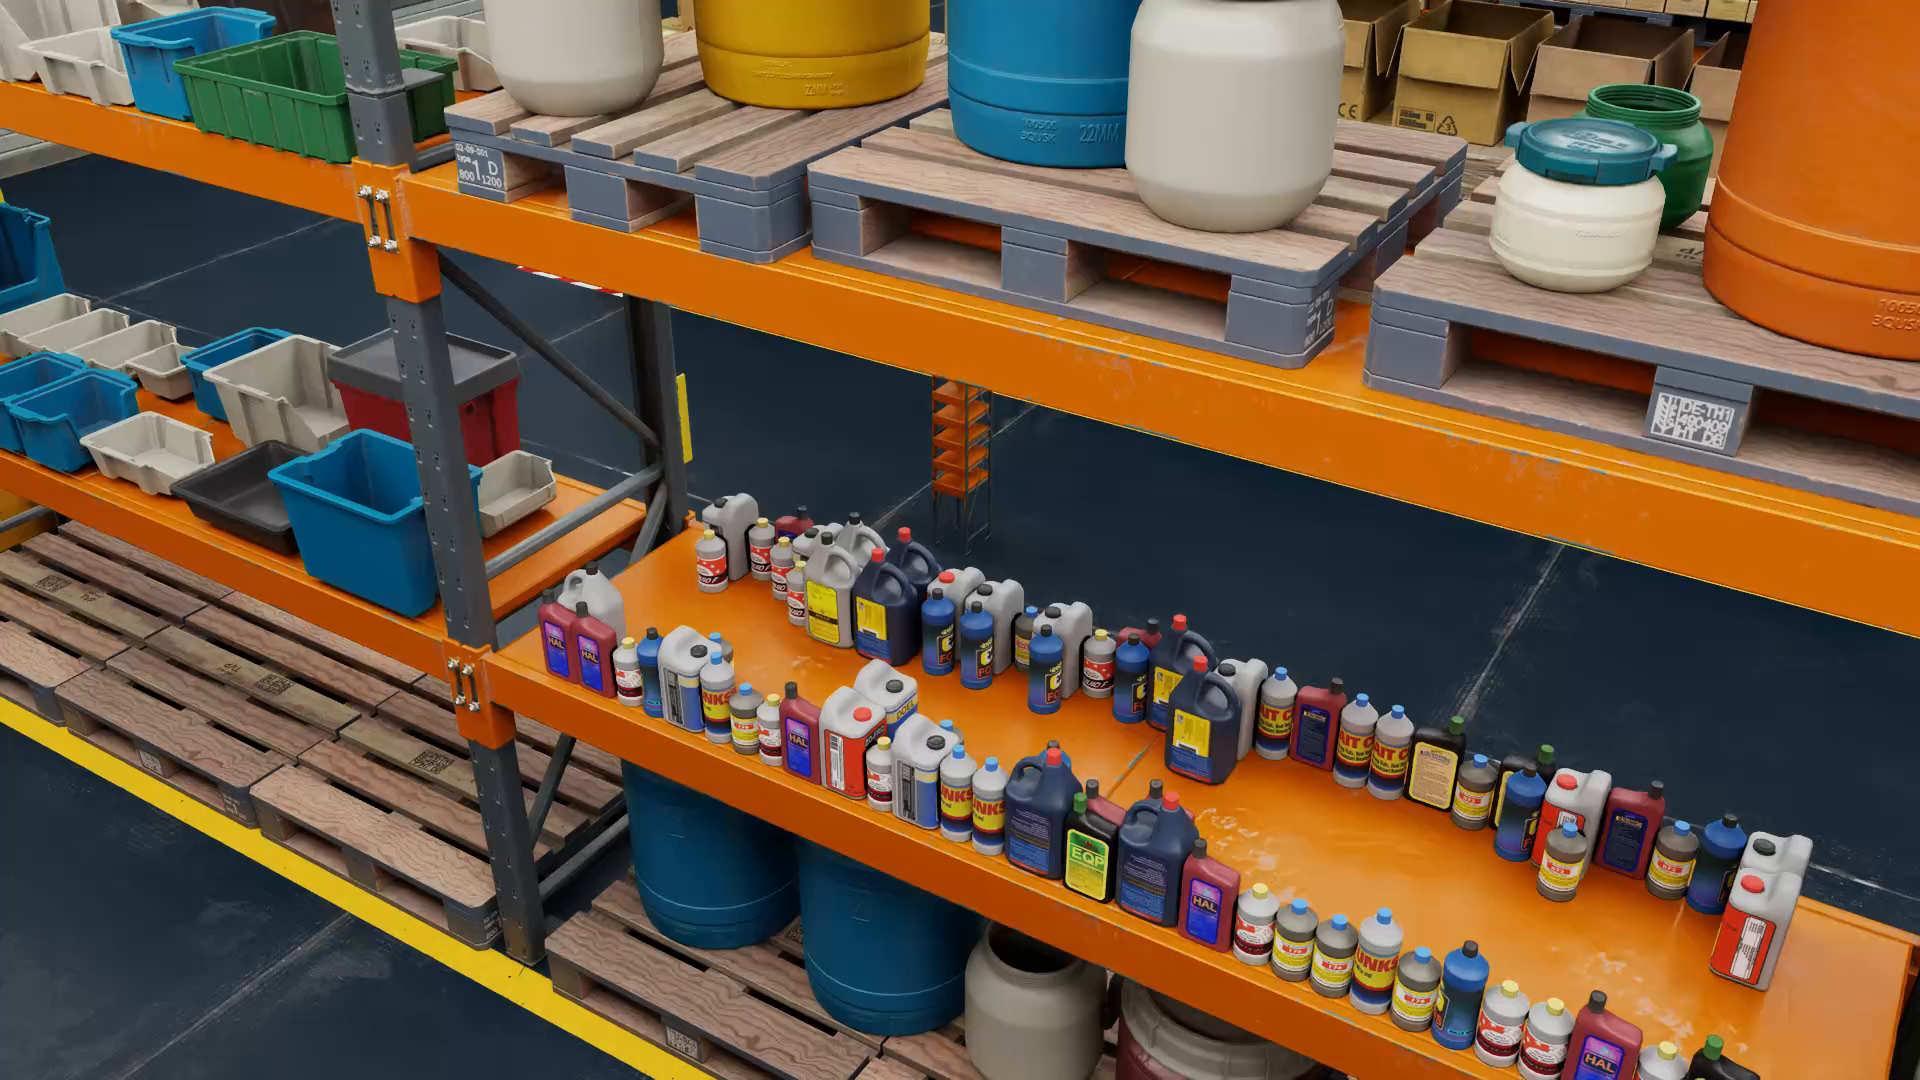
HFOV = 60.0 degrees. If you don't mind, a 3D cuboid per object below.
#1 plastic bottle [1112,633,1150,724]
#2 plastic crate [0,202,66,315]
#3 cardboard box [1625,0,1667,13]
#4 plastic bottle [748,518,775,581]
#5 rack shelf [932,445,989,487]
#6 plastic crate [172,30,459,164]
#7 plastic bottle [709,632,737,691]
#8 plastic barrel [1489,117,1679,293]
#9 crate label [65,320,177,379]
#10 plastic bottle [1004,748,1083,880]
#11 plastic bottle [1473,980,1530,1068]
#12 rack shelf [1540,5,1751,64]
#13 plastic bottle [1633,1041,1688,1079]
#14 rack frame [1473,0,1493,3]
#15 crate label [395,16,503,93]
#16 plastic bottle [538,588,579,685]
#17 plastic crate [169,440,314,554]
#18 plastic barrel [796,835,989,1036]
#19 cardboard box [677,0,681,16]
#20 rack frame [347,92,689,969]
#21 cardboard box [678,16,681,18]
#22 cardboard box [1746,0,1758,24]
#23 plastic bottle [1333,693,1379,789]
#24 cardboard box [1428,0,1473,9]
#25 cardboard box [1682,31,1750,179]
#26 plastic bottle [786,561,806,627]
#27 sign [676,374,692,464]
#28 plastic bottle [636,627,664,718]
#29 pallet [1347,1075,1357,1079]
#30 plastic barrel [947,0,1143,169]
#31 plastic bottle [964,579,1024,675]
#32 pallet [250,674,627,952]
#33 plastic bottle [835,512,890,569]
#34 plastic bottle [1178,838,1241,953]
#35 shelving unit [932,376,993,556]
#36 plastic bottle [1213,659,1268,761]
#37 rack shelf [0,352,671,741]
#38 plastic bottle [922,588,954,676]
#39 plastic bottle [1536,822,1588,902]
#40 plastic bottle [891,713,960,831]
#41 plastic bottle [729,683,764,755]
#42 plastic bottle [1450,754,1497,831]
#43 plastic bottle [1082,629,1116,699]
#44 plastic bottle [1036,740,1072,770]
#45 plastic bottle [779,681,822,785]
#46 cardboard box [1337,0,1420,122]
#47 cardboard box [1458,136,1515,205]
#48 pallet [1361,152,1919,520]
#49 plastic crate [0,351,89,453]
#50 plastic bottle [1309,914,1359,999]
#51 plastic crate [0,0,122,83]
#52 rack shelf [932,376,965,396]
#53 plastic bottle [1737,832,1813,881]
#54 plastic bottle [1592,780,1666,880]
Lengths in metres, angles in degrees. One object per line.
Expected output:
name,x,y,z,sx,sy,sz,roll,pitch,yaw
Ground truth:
plastic bottle,0.489,0.386,4.739,0.097,0.271,0.097,0,30,0
plastic crate,-4.262,-1.152,7.153,0.499,0.435,0.616,18,35,27
cardboard box,4.847,-3.816,11.647,0.250,0.149,0.380,18,35,28
plastic bottle,-0.639,0.024,5.430,0.097,0.201,0.097,0,30,0
rack shelf,0.012,-0.372,8.024,0.180,0.103,0.258,18,35,27
plastic crate,-1.777,-1.238,4.628,0.662,0.188,0.450,18,35,27
plastic bottle,-0.707,0.363,4.848,0.097,0.201,0.097,0,30,0
plastic barrel,1.145,-0.620,3.079,0.301,0.262,0.301,0,30,0
crate label,-3.371,-0.744,6.750,0.243,0.136,0.396,18,35,27
plastic bottle,0.211,0.666,4.181,0.185,0.351,0.144,18,35,27
plastic bottle,1.195,1.055,3.661,0.097,0.201,0.097,0,30,0
rack shelf,5.792,-3.406,11.826,4.000,0.370,1.077,18,35,27
plastic bottle,1.473,1.143,3.511,0.097,0.201,0.097,0,30,0
rack frame,4.099,-4.253,12.563,0.127,3.000,1.000,18,35,27
crate label,-1.518,-1.485,5.104,0.466,0.136,0.293,18,35,27
plastic bottle,-1.173,0.282,4.906,0.133,0.283,0.061,18,35,27
plastic crate,-2.348,-0.141,5.729,0.590,0.125,0.437,18,35,27
plastic barrel,-0.206,1.019,5.193,0.708,0.901,0.600,18,35,27
cardboard box,-1.459,-3.604,10.560,0.500,0.500,0.500,18,35,28
rack frame,-1.257,-0.049,5.358,0.127,3.000,1.000,18,35,27
cardboard box,-1.460,-3.282,10.752,0.500,0.250,0.500,17,34,27
cardboard box,5.508,-3.608,11.290,0.250,0.149,0.380,16,34,25
plastic bottle,1.070,0.534,4.486,0.097,0.271,0.097,0,30,0
cardboard box,3.732,-4.121,12.586,0.250,0.149,0.380,17,34,27
cardboard box,3.603,-1.947,7.515,0.637,0.503,0.797,18,35,28
plastic bottle,-0.493,0.160,5.196,0.097,0.201,0.097,0,30,0
sign,-0.963,-0.403,5.689,0.005,0.325,0.100,18,35,27
plastic bottle,-0.870,0.372,4.764,0.097,0.271,0.097,0,30,0
pallet,1.441,2.033,4.555,1.213,0.211,1.003,18,35,27
plastic barrel,0.270,-1.351,3.698,0.708,0.901,0.600,18,35,27
plastic bottle,0.099,0.241,4.983,0.135,0.276,0.152,18,35,27
pallet,-1.901,0.975,6.369,1.213,0.211,1.003,18,35,27
plastic bottle,-0.305,0.079,5.187,0.185,0.351,0.144,18,35,27
plastic bottle,0.593,0.840,3.949,0.133,0.283,0.061,18,35,27
shelving unit,0.012,-0.514,7.941,0.189,1.200,0.258,18,35,27
plastic bottle,0.762,0.451,4.624,0.135,0.276,0.152,18,35,27
rack shelf,-2.951,-0.274,6.457,4.000,0.370,1.077,18,35,27
plastic bottle,-0.065,0.265,4.946,0.097,0.271,0.097,0,30,0
plastic bottle,1.494,0.789,4.119,0.097,0.201,0.097,0,30,0
plastic bottle,-0.087,0.601,4.366,0.135,0.276,0.152,18,35,27
plastic bottle,-0.592,0.490,4.630,0.097,0.201,0.097,0,30,0
plastic bottle,1.348,0.652,4.353,0.097,0.201,0.097,0,30,0
plastic bottle,0.408,0.355,4.862,0.097,0.201,0.097,0,30,0
plastic bottle,0.238,0.637,4.310,0.097,0.271,0.097,0,30,0
plastic bottle,-0.421,0.519,4.499,0.133,0.283,0.061,18,35,27
cardboard box,1.921,-2.472,8.416,0.637,0.503,0.797,17,34,26
cardboard box,2.483,-1.708,8.101,0.500,0.500,0.500,17,34,26
pallet,1.535,-0.438,3.235,1.213,0.211,1.003,18,35,27
plastic crate,-3.496,-0.515,6.263,0.300,0.233,0.416,18,35,27
plastic bottle,0.866,0.951,3.840,0.097,0.201,0.097,0,30,0
plastic crate,-2.932,-1.640,5.225,0.530,0.282,0.437,18,35,27
rack shelf,0.012,-0.787,7.782,0.180,0.103,0.258,18,35,27
plastic bottle,1.936,0.822,3.987,0.135,0.276,0.152,18,35,27
plastic bottle,1.682,0.711,4.170,0.133,0.283,0.061,18,35,27
